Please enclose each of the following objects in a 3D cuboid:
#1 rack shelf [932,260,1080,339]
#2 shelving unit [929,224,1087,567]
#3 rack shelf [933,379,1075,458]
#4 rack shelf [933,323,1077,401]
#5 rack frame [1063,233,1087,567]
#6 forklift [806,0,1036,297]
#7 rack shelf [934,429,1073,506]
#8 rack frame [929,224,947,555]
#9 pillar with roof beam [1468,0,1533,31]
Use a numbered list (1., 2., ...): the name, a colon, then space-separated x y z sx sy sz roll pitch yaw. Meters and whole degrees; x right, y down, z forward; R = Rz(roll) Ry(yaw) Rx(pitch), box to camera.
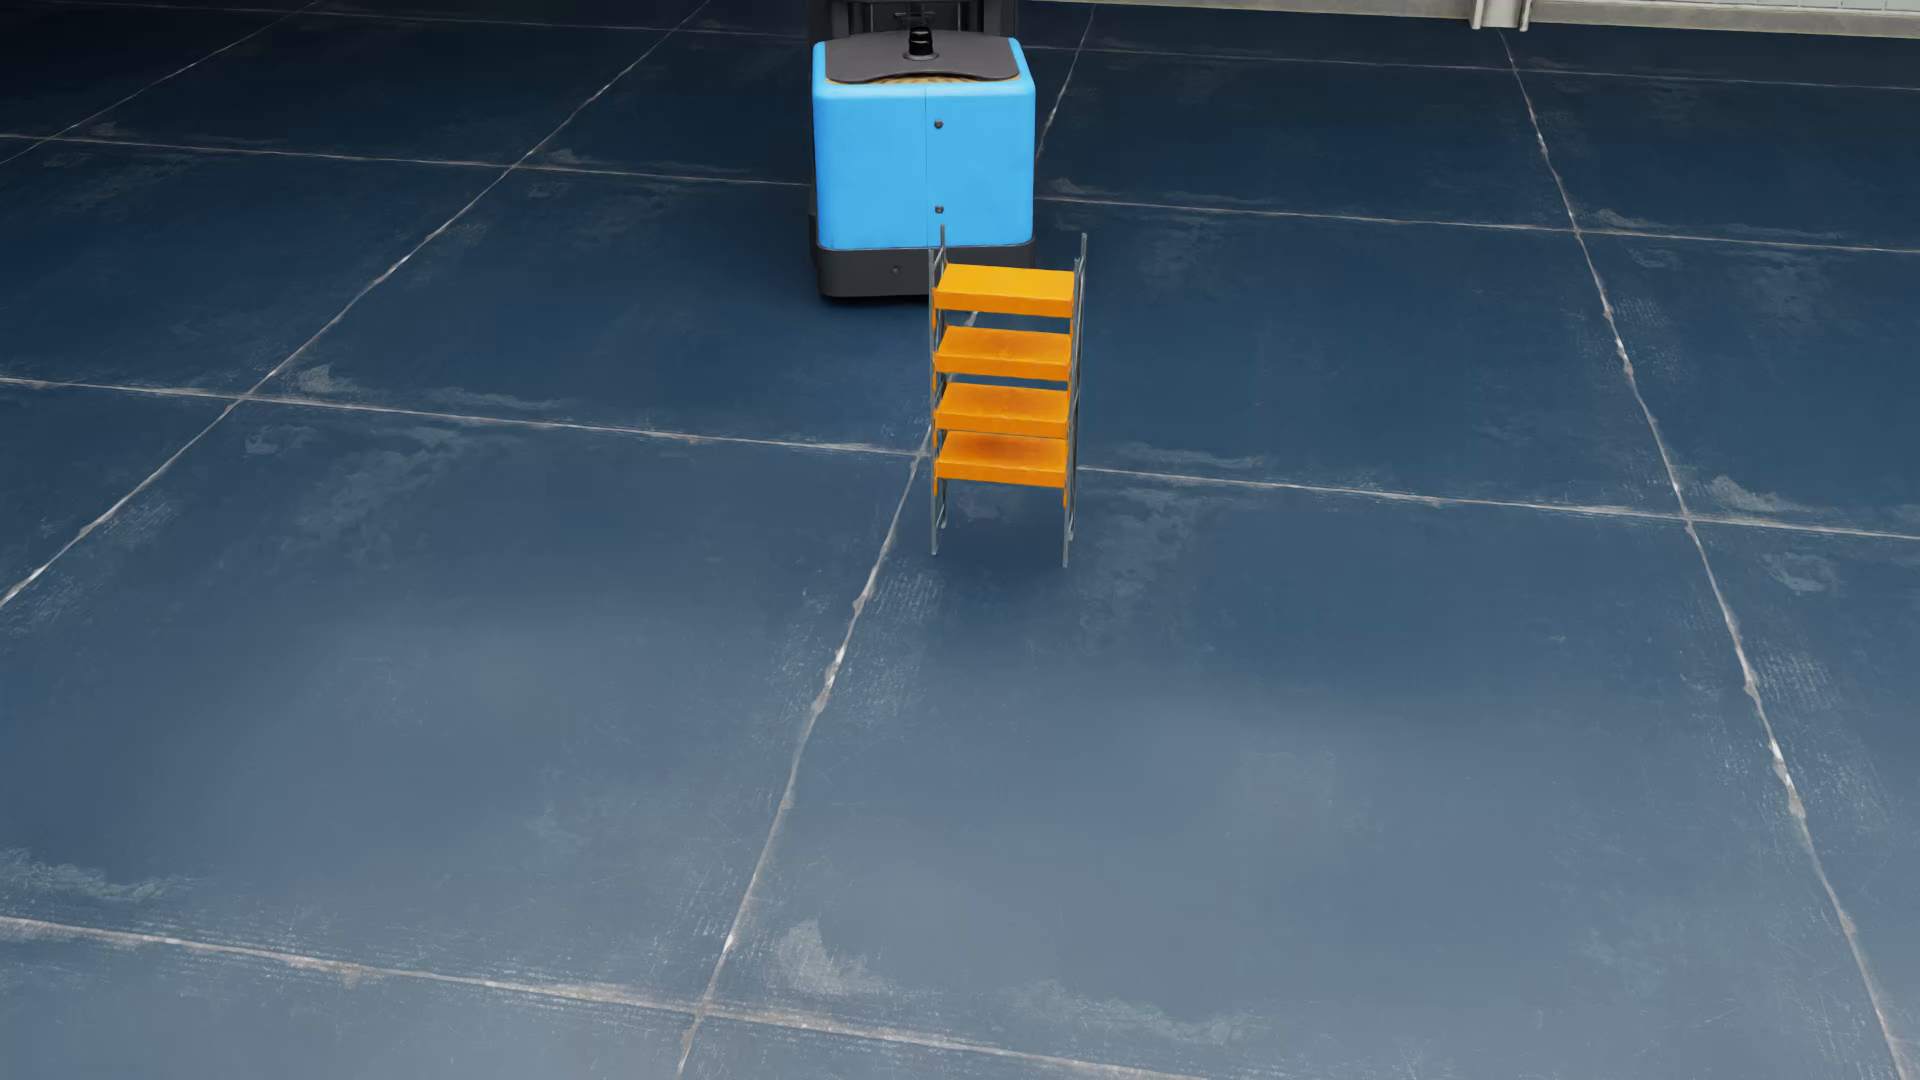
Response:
1. rack shelf: 0.163 -0.827 5.700 0.480 0.148 0.258 5 32 8
2. shelving unit: 0.163 -0.494 5.908 0.503 1.200 0.258 5 32 8
3. rack shelf: 0.163 -0.437 5.944 0.480 0.148 0.258 5 32 8
4. rack shelf: 0.163 -0.626 5.825 0.480 0.148 0.258 5 32 8
5. rack frame: 0.404 -0.472 5.873 0.015 1.200 0.240 5 32 8
6. forklift: -0.264 -3.164 8.542 1.130 2.935 3.031 -2 32 -4
7. rack shelf: 0.163 -0.268 6.049 0.480 0.148 0.258 5 32 8
8. rack frame: -0.077 -0.516 5.943 0.015 1.200 0.240 5 32 8
9. pillar with roof beam: 3.277 -5.400 6.396 0.400 9.000 9.100 5 32 8
